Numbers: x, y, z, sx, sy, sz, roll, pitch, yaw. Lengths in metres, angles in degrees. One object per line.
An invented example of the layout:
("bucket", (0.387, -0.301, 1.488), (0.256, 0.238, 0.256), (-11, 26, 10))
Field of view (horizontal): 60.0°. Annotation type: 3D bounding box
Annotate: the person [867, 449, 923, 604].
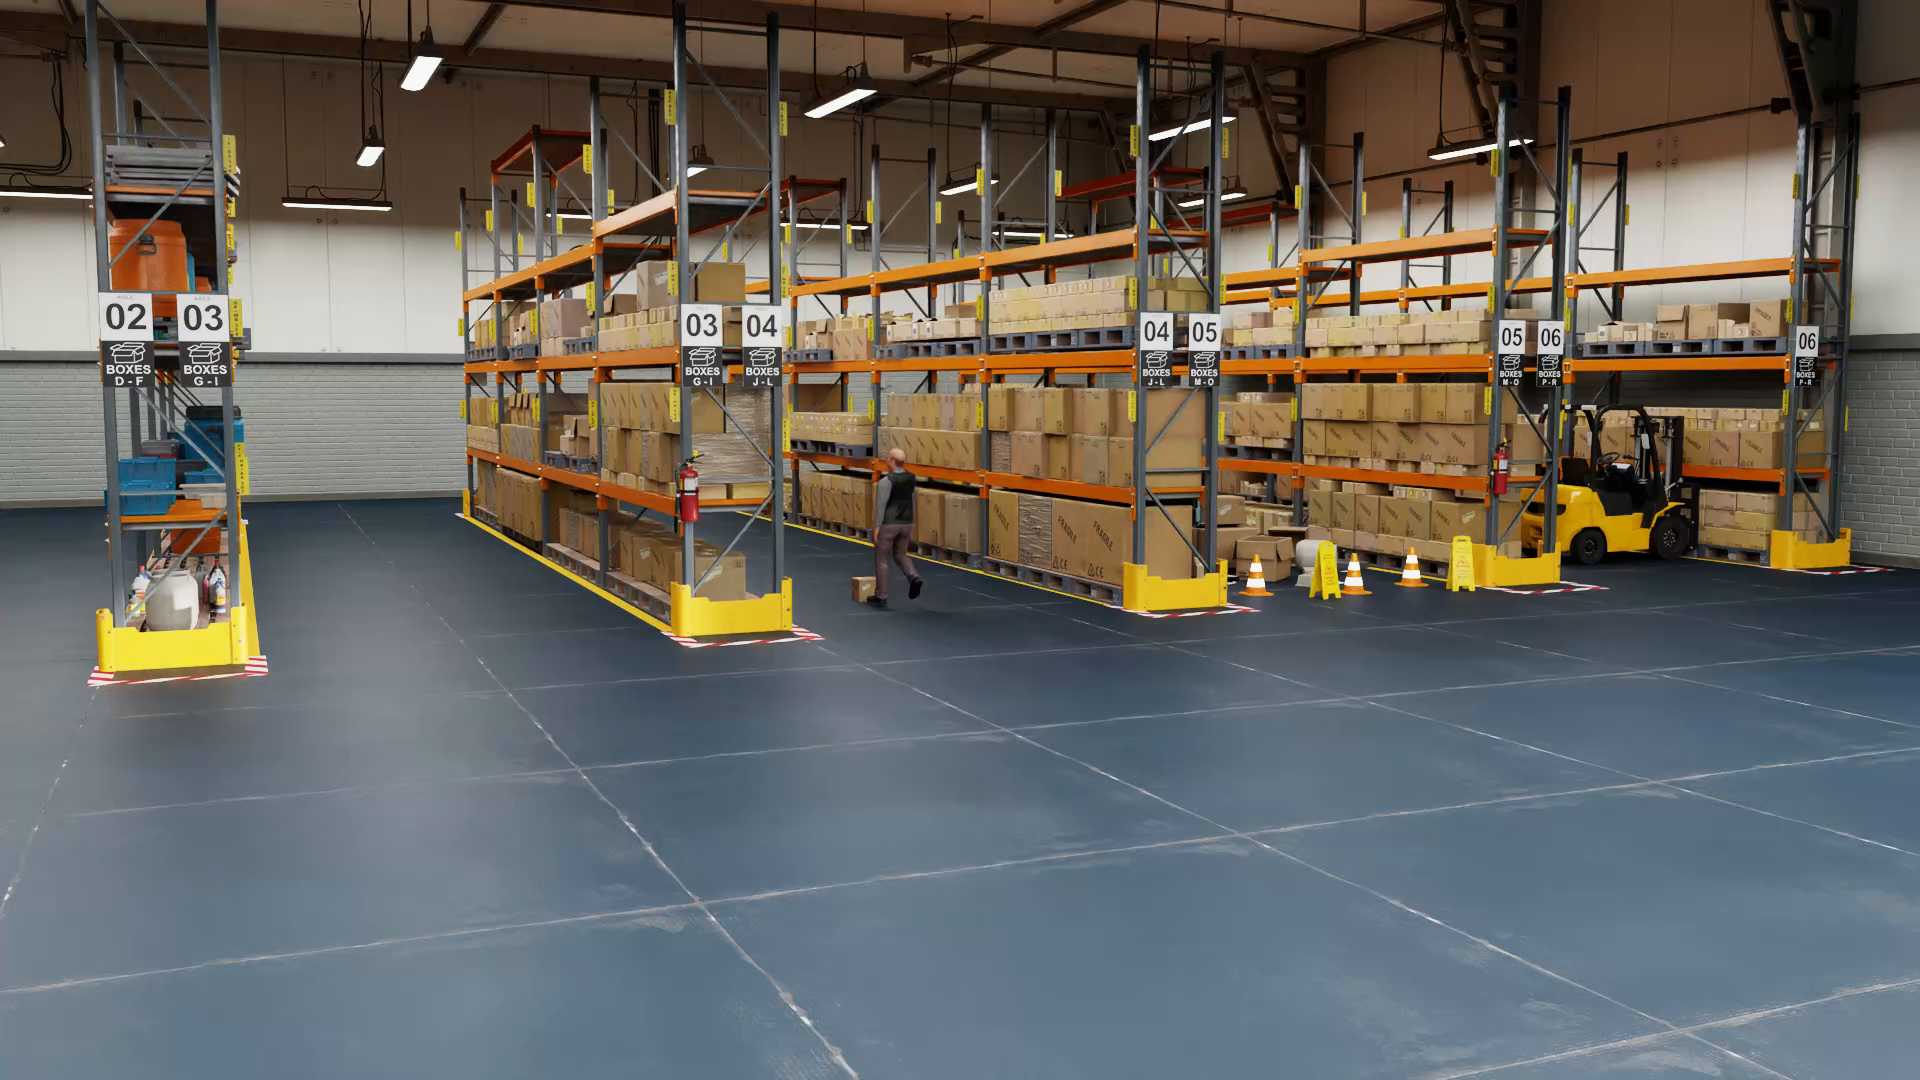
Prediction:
("person", (-0.744, -0.150, 18.261), (0.564, 1.709, 0.660), (-4, 7, -40))
